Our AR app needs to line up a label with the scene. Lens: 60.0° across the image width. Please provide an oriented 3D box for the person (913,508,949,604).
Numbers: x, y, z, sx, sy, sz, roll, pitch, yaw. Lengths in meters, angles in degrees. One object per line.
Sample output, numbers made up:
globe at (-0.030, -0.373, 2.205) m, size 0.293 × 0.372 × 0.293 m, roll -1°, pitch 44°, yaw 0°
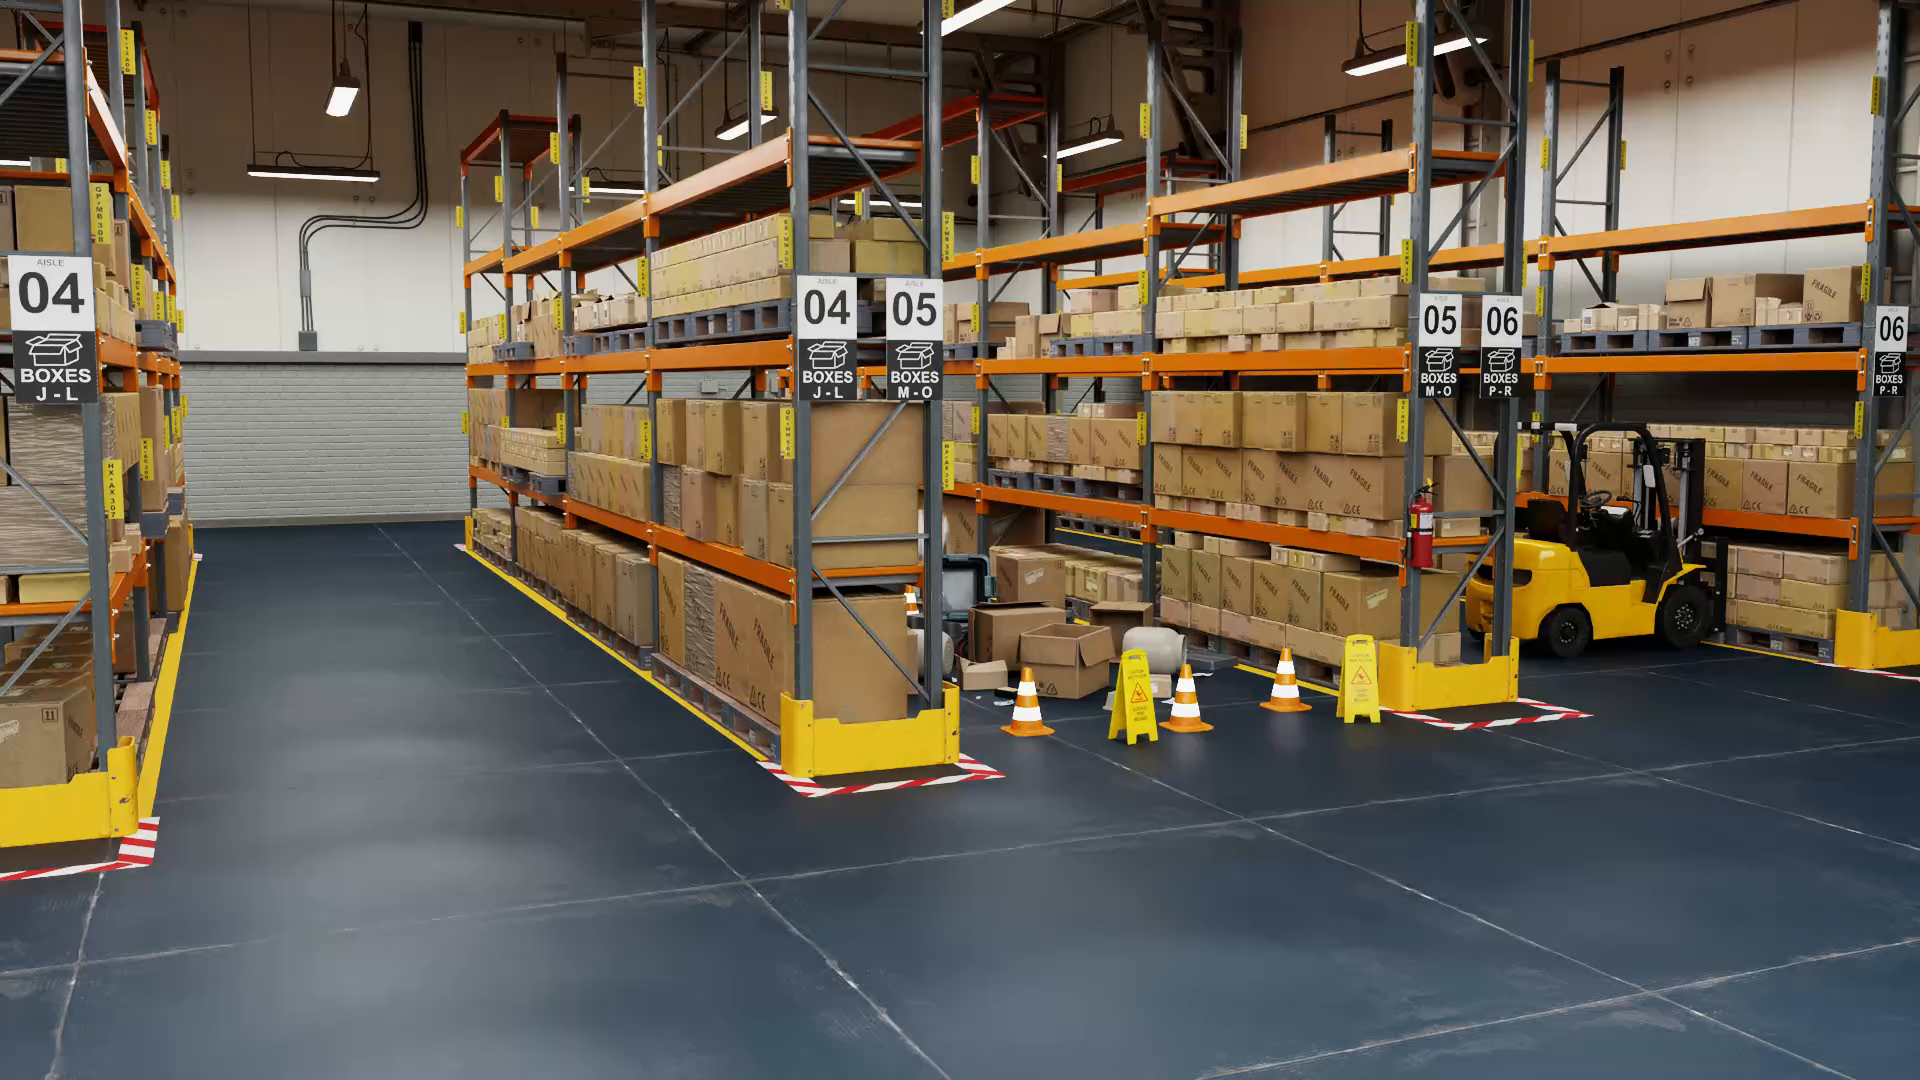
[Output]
person at (-0.485, 0.166, 19.302) m, size 0.504 × 1.102 × 1.046 m, roll -3°, pitch 6°, yaw -26°
